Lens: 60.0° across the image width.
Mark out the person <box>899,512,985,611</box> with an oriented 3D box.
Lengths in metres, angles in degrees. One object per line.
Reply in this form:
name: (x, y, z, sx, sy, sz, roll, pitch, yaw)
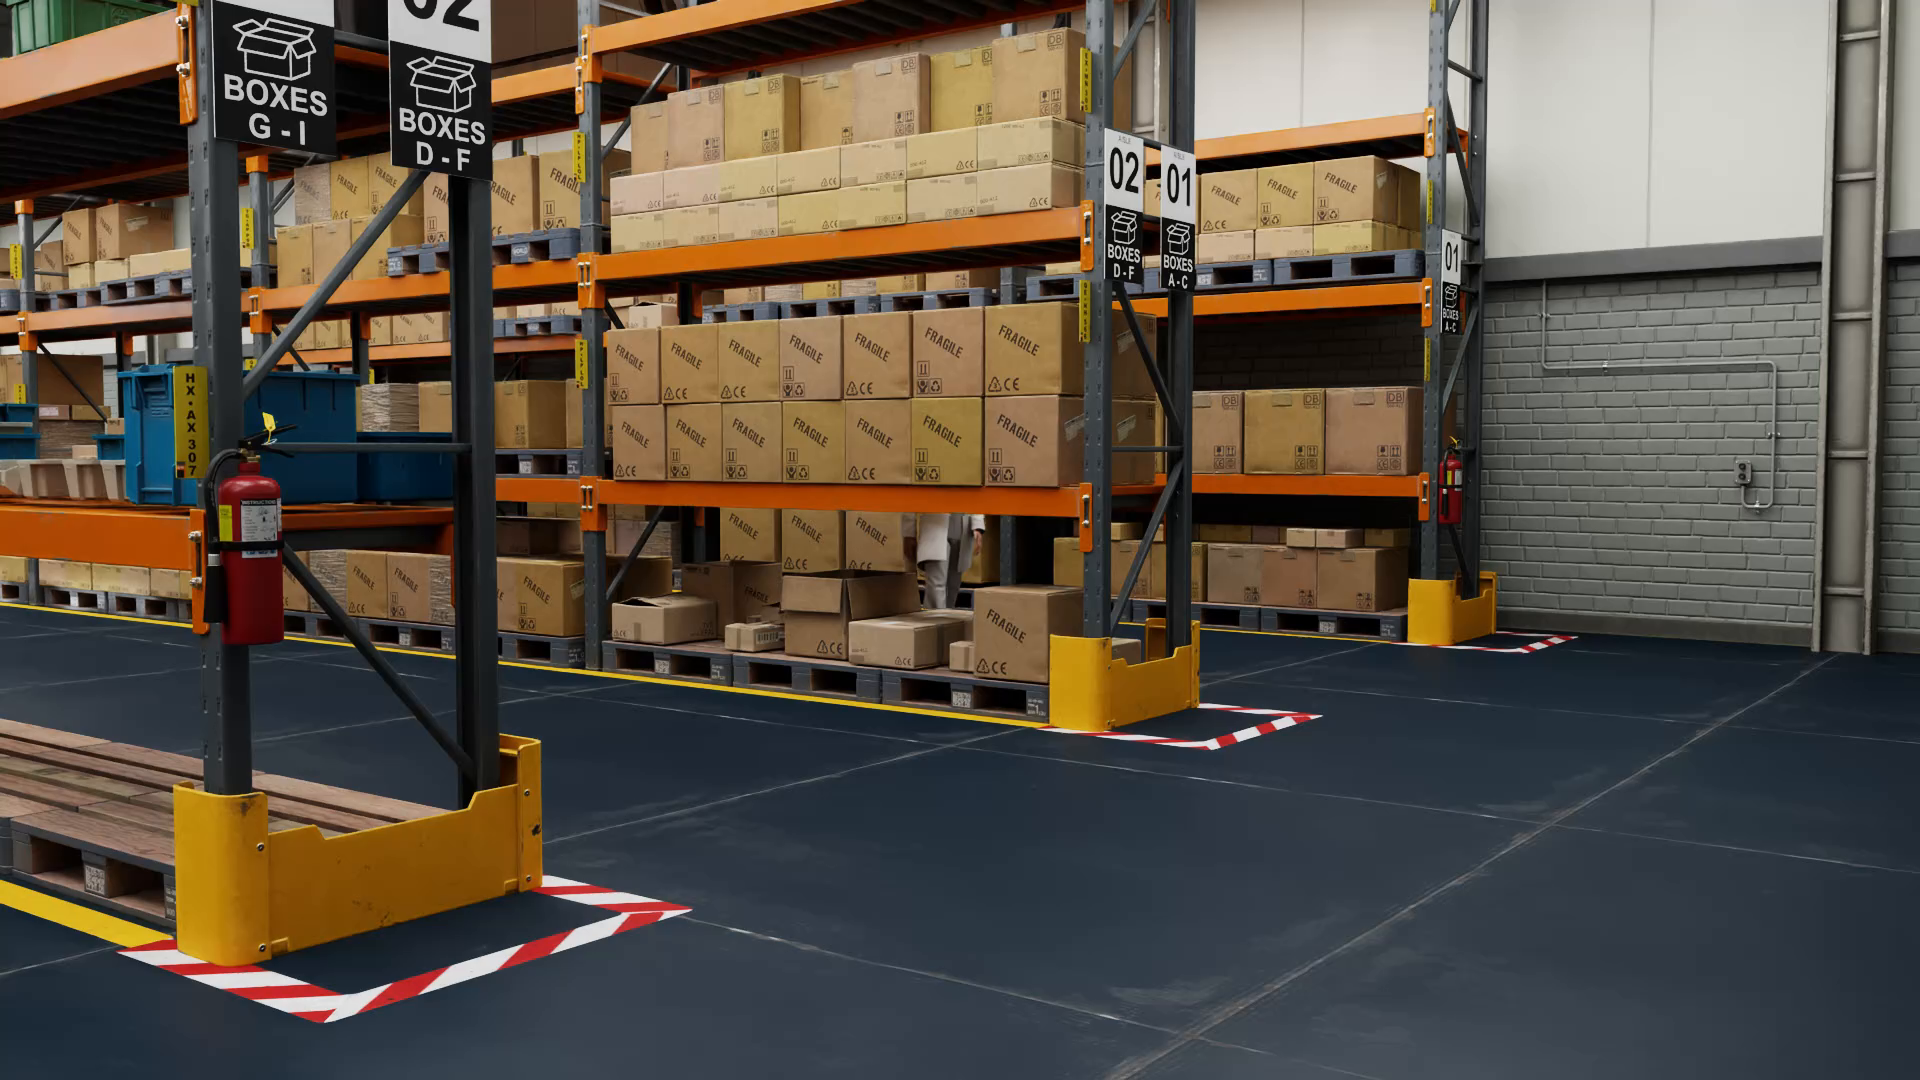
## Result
person: (-0.100, -0.027, 12.011, 0.605, 1.742, 1.001, -2, 4, -32)
